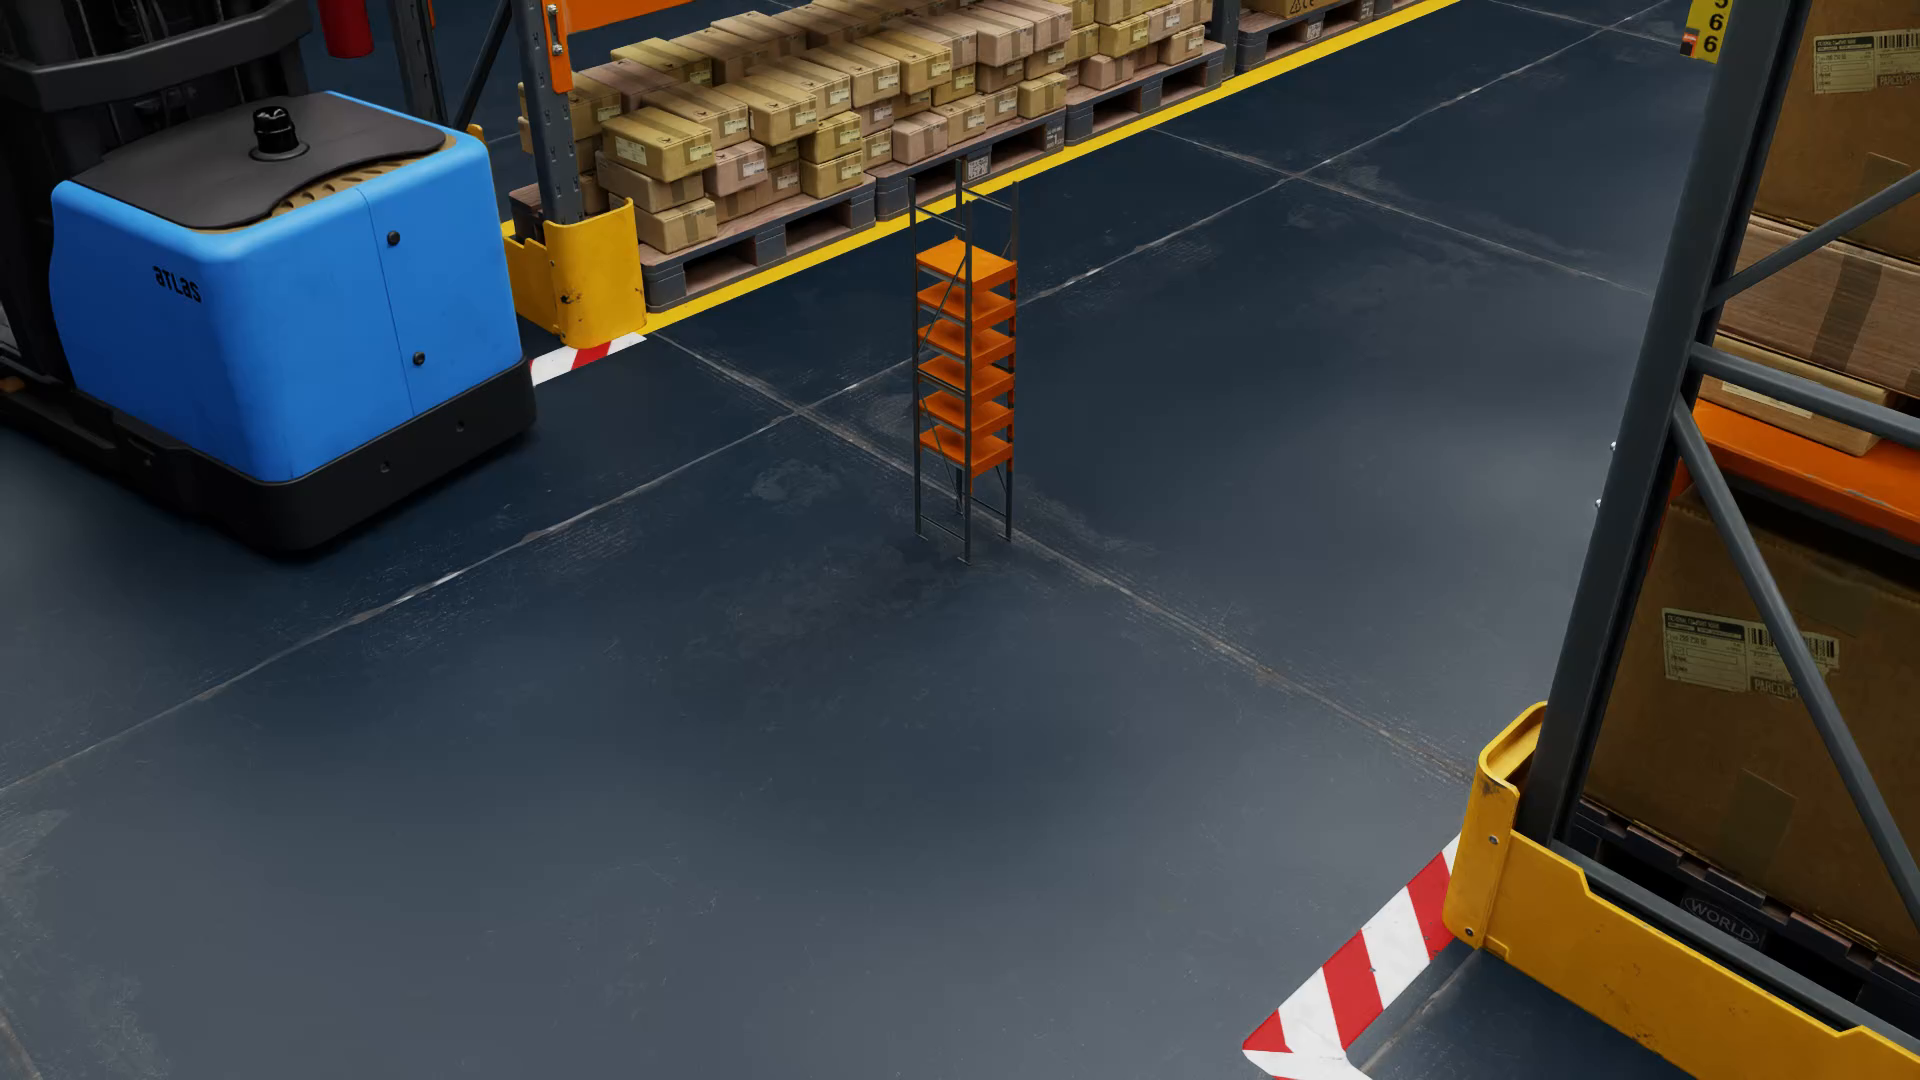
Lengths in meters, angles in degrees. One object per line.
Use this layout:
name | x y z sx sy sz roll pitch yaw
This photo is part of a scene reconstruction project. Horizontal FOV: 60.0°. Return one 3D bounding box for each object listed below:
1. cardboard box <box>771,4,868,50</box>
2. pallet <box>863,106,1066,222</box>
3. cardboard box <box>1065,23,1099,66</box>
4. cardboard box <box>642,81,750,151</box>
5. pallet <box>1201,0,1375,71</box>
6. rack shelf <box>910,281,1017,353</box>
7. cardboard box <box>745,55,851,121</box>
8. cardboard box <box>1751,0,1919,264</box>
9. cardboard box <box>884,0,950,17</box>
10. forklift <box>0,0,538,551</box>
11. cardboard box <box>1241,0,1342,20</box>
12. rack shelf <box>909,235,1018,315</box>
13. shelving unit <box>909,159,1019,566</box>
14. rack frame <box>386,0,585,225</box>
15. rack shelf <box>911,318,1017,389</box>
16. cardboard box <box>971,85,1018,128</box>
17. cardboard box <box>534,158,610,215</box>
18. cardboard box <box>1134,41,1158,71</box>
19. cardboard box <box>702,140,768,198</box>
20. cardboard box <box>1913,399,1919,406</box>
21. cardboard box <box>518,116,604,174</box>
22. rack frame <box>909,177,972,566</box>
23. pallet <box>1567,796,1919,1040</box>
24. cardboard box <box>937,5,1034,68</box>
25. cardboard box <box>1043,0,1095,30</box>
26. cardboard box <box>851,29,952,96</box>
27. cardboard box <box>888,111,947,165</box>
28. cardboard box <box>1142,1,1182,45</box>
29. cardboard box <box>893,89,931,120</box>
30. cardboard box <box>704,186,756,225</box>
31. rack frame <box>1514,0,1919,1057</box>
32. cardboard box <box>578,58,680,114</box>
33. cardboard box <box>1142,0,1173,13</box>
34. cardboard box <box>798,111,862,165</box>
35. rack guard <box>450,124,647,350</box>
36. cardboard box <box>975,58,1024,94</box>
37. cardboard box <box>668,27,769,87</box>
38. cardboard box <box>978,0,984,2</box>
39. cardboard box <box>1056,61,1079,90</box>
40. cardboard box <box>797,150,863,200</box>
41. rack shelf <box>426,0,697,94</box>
cardboard box | -0.632 -2.281 7.503 0.380 0.149 0.250 28 44 34
pallet | -0.267 -1.904 7.795 1.003 0.211 1.213 30 45 35
cardboard box | 0.441 -2.408 7.946 0.250 0.149 0.380 -29 44 -35
cardboard box | -1.058 -1.692 6.658 0.250 0.149 0.380 -29 44 -35
pallet | 1.589 -3.005 9.374 1.003 0.211 1.213 30 45 35
rack shelf | 0.010 -0.658 4.803 0.258 0.103 0.180 30 45 35
cardboard box | -0.673 -1.876 6.923 0.380 0.149 0.250 27 43 33
cardboard box | 1.828 -0.840 3.048 0.500 0.500 0.500 -29 44 -35
cardboard box | -0.266 -2.483 7.793 0.380 0.149 0.250 28 43 34
forklift | -2.952 -1.831 5.314 3.031 2.935 1.130 22 41 28
cardboard box | 1.750 -3.172 8.995 0.500 0.500 0.500 -28 44 -34
rack shelf | 0.010 -0.757 4.735 0.258 0.103 0.180 30 45 35
shelving unit | 0.010 -0.498 4.915 0.258 1.200 0.189 30 45 35
rack frame | -1.777 -2.208 5.794 1.000 3.000 0.127 30 45 35
rack shelf | 0.010 -0.560 4.872 0.258 0.103 0.180 30 45 35
cardboard box | 0.046 -2.040 7.678 0.250 0.149 0.380 -29 44 -35
cardboard box | -1.554 -1.509 6.917 0.250 0.149 0.380 -29 44 -35
cardboard box | 0.764 -2.467 8.290 0.250 0.149 0.380 -29 44 -34
cardboard box | -0.993 -1.531 6.688 0.380 0.149 0.250 29 44 35
cardboard box | 1.871 -0.449 3.491 0.250 0.149 0.380 -29 44 -35
cardboard box | -1.608 -1.663 6.877 0.380 0.149 0.250 28 44 34
rack frame | -0.054 -0.461 4.862 0.240 1.200 0.006 30 45 35
pallet | 2.179 0.619 4.178 1.003 0.211 1.213 30 45 35
cardboard box | 0.108 -2.271 7.489 0.380 0.149 0.250 28 44 34
cardboard box | 0.415 -2.532 7.864 0.250 0.149 0.380 -28 44 -34
cardboard box | -0.254 -2.073 7.206 0.250 0.149 0.380 -29 44 -35
cardboard box | -0.277 -1.806 7.342 0.380 0.149 0.250 27 43 33
cardboard box | 0.863 -2.586 8.201 0.380 0.149 0.250 27 43 33
cardboard box | -0.344 -1.999 7.360 0.250 0.149 0.380 -27 43 -33
cardboard box | -1.054 -1.434 6.810 0.380 0.149 0.250 29 44 35
rack frame | 1.672 -0.168 2.869 1.000 3.000 0.127 30 45 35
cardboard box | -1.366 -1.851 6.887 0.250 0.149 0.380 -29 44 -35
cardboard box | 0.823 -2.710 8.119 0.250 0.149 0.380 -29 44 -35
cardboard box | -0.625 -1.726 6.968 0.250 0.149 0.380 -28 44 -34
rack guard | -1.723 -1.214 6.554 1.175 0.500 0.348 30 45 35
cardboard box | 0.072 -2.196 7.642 0.380 0.149 0.250 27 43 33
cardboard box | -1.046 -2.087 7.226 0.380 0.149 0.250 28 43 34
cardboard box | 0.105 -2.697 8.100 0.380 0.149 0.250 28 44 34
cardboard box | 0.352 -2.276 8.016 0.380 0.149 0.250 28 44 34
cardboard box | -0.626 -1.597 7.043 0.250 0.149 0.380 -29 44 -35
rack shelf | -0.368 -2.725 7.164 1.077 0.370 4.000 30 45 35
